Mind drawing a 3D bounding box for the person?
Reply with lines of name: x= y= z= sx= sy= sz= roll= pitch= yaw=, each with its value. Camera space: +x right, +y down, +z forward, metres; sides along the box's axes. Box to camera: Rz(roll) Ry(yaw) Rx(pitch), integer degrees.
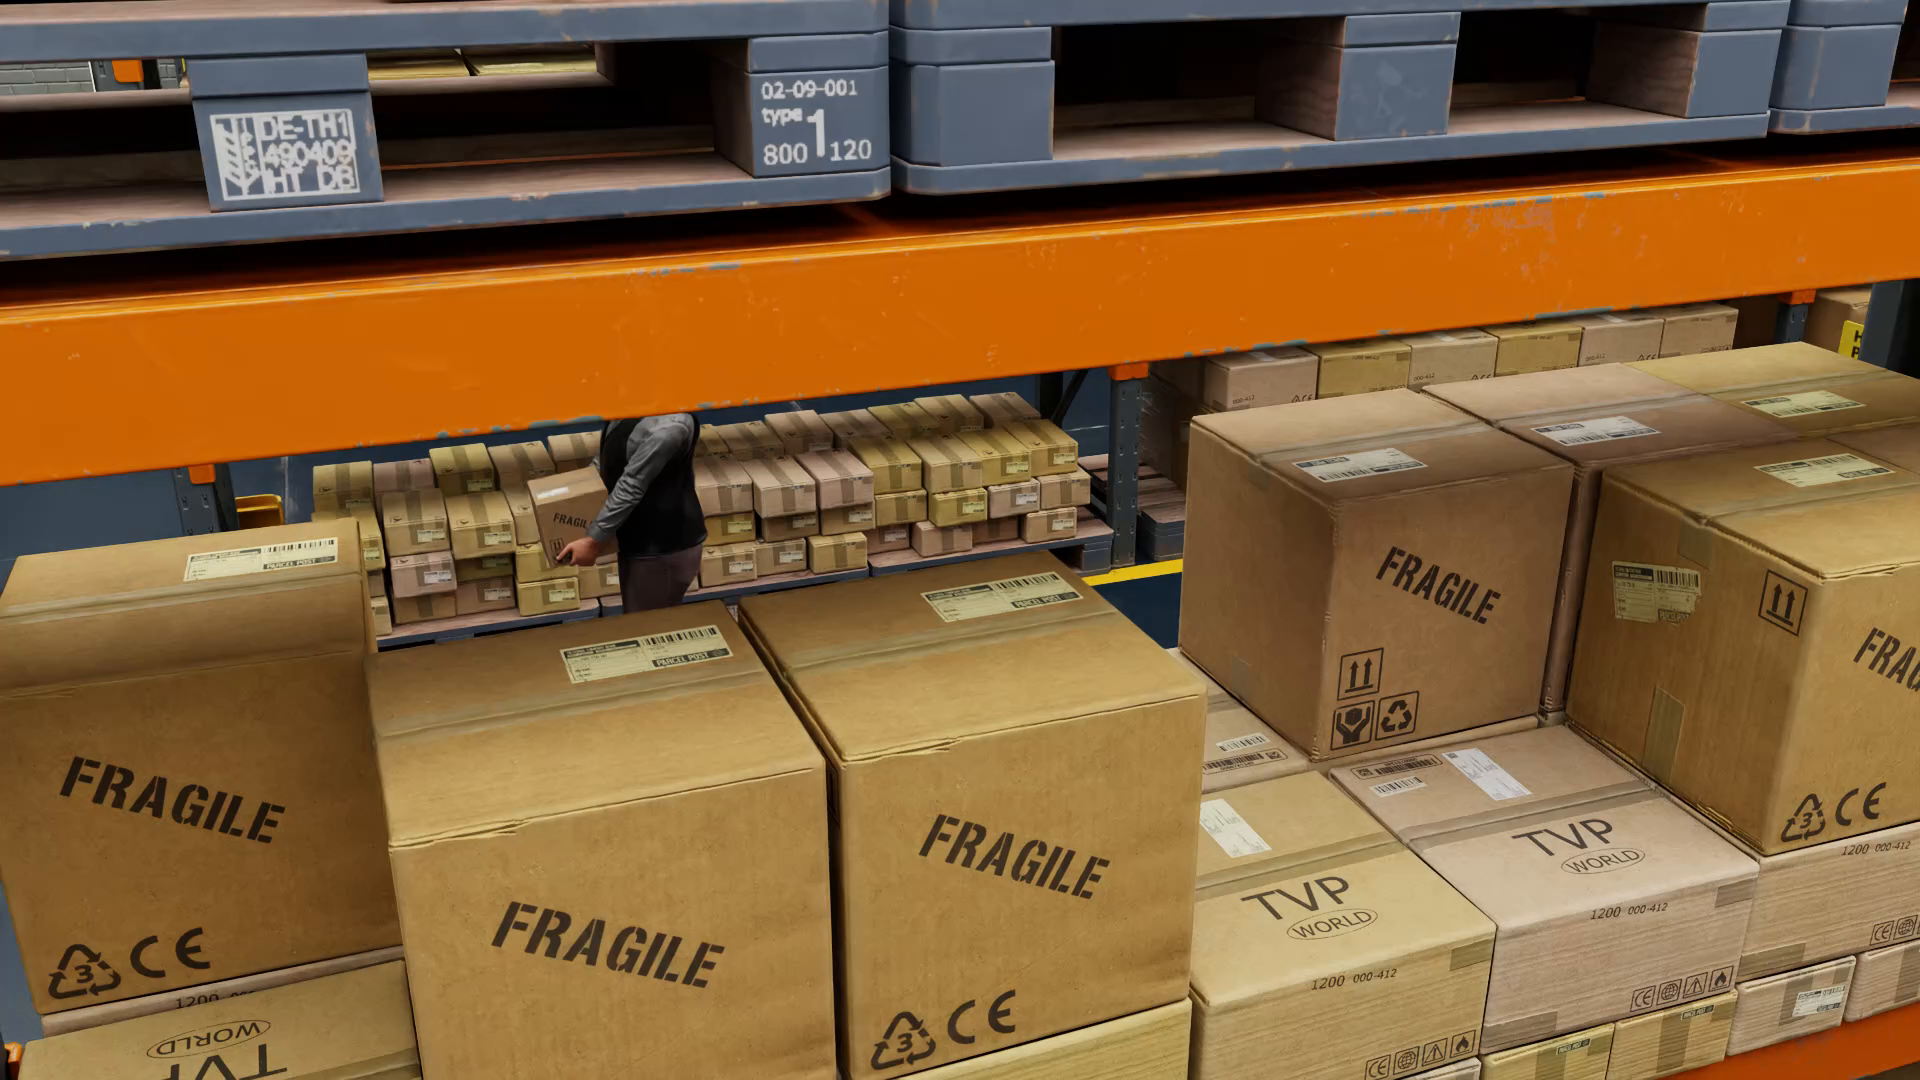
person: x=-1.197 y=0.041 z=6.032 sx=0.547 sy=1.718 sz=0.495 roll=-8 pitch=24 yaw=-19
